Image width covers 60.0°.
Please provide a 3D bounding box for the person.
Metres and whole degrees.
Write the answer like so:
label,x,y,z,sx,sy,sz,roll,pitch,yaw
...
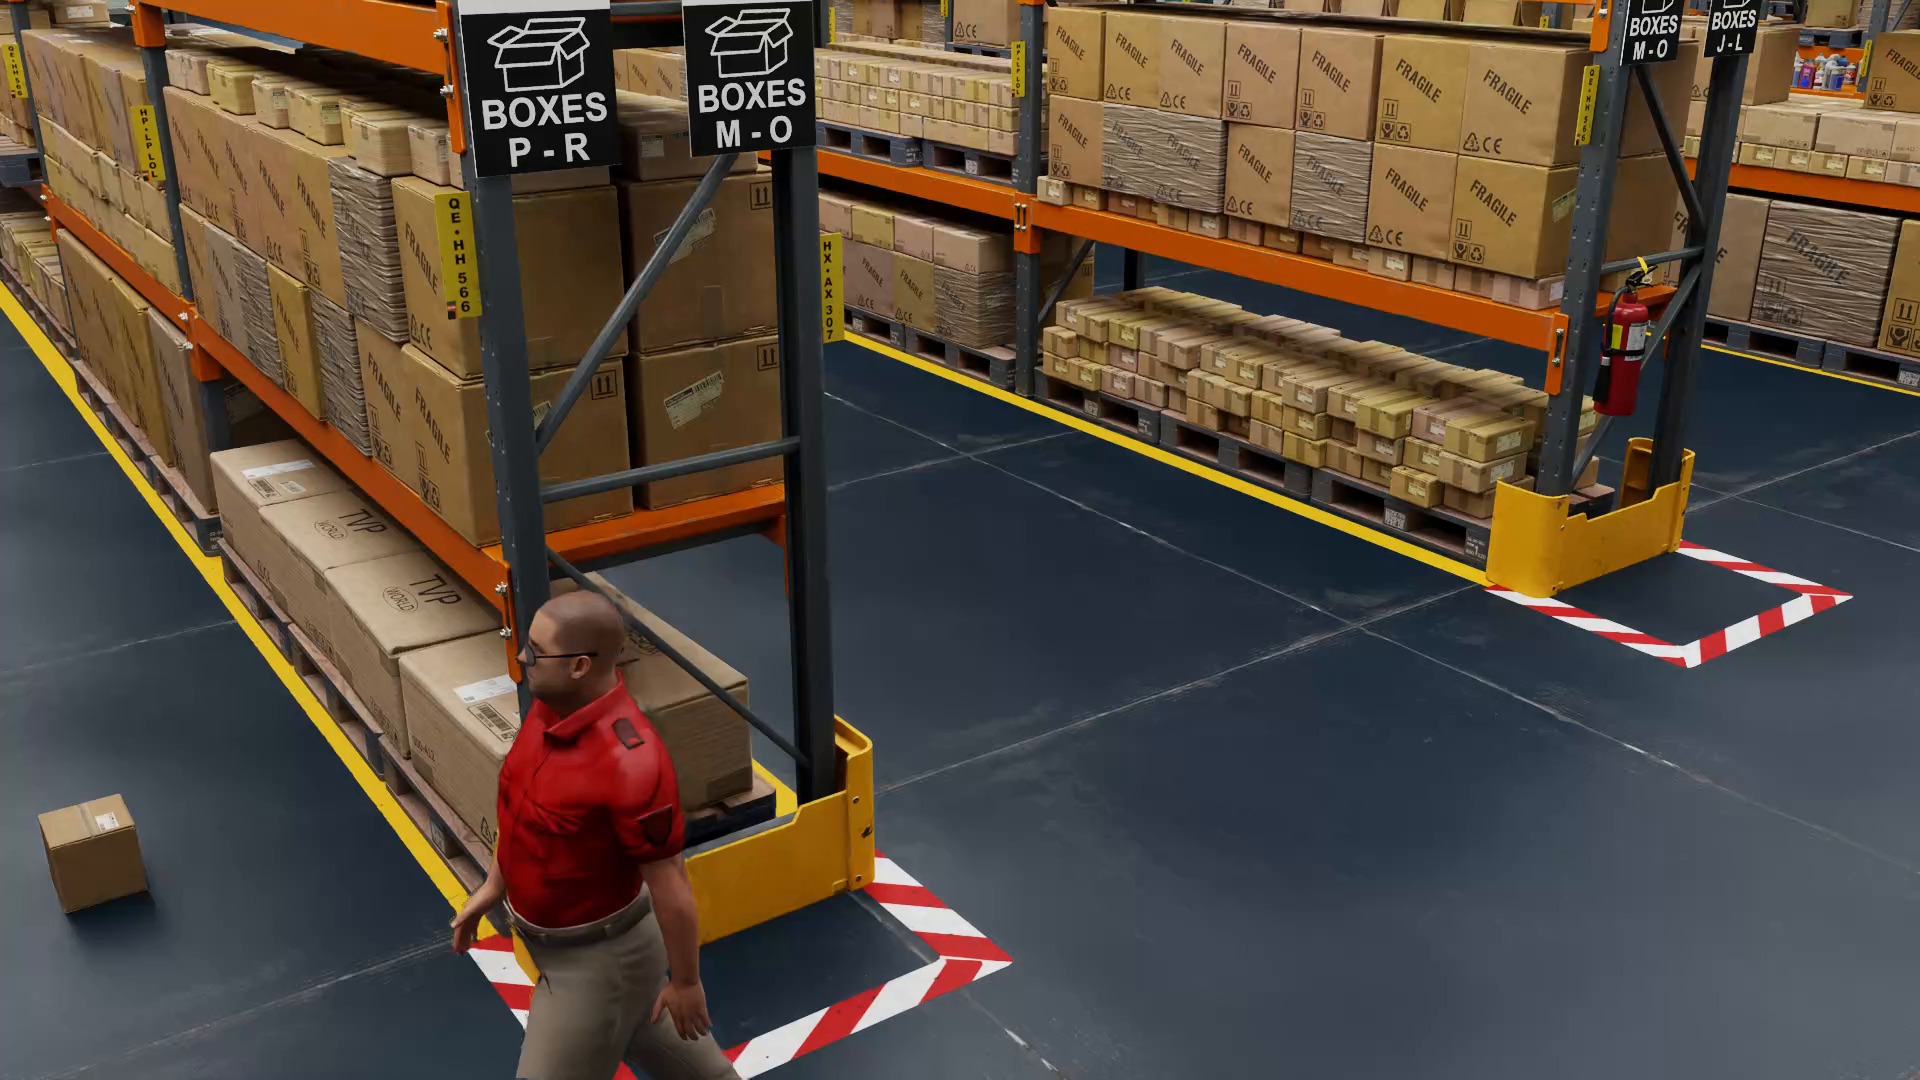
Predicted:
label,x,y,z,sx,sy,sz,roll,pitch,yaw
person,-0.915,0.901,3.759,1.025,1.662,0.575,-12,24,-28
